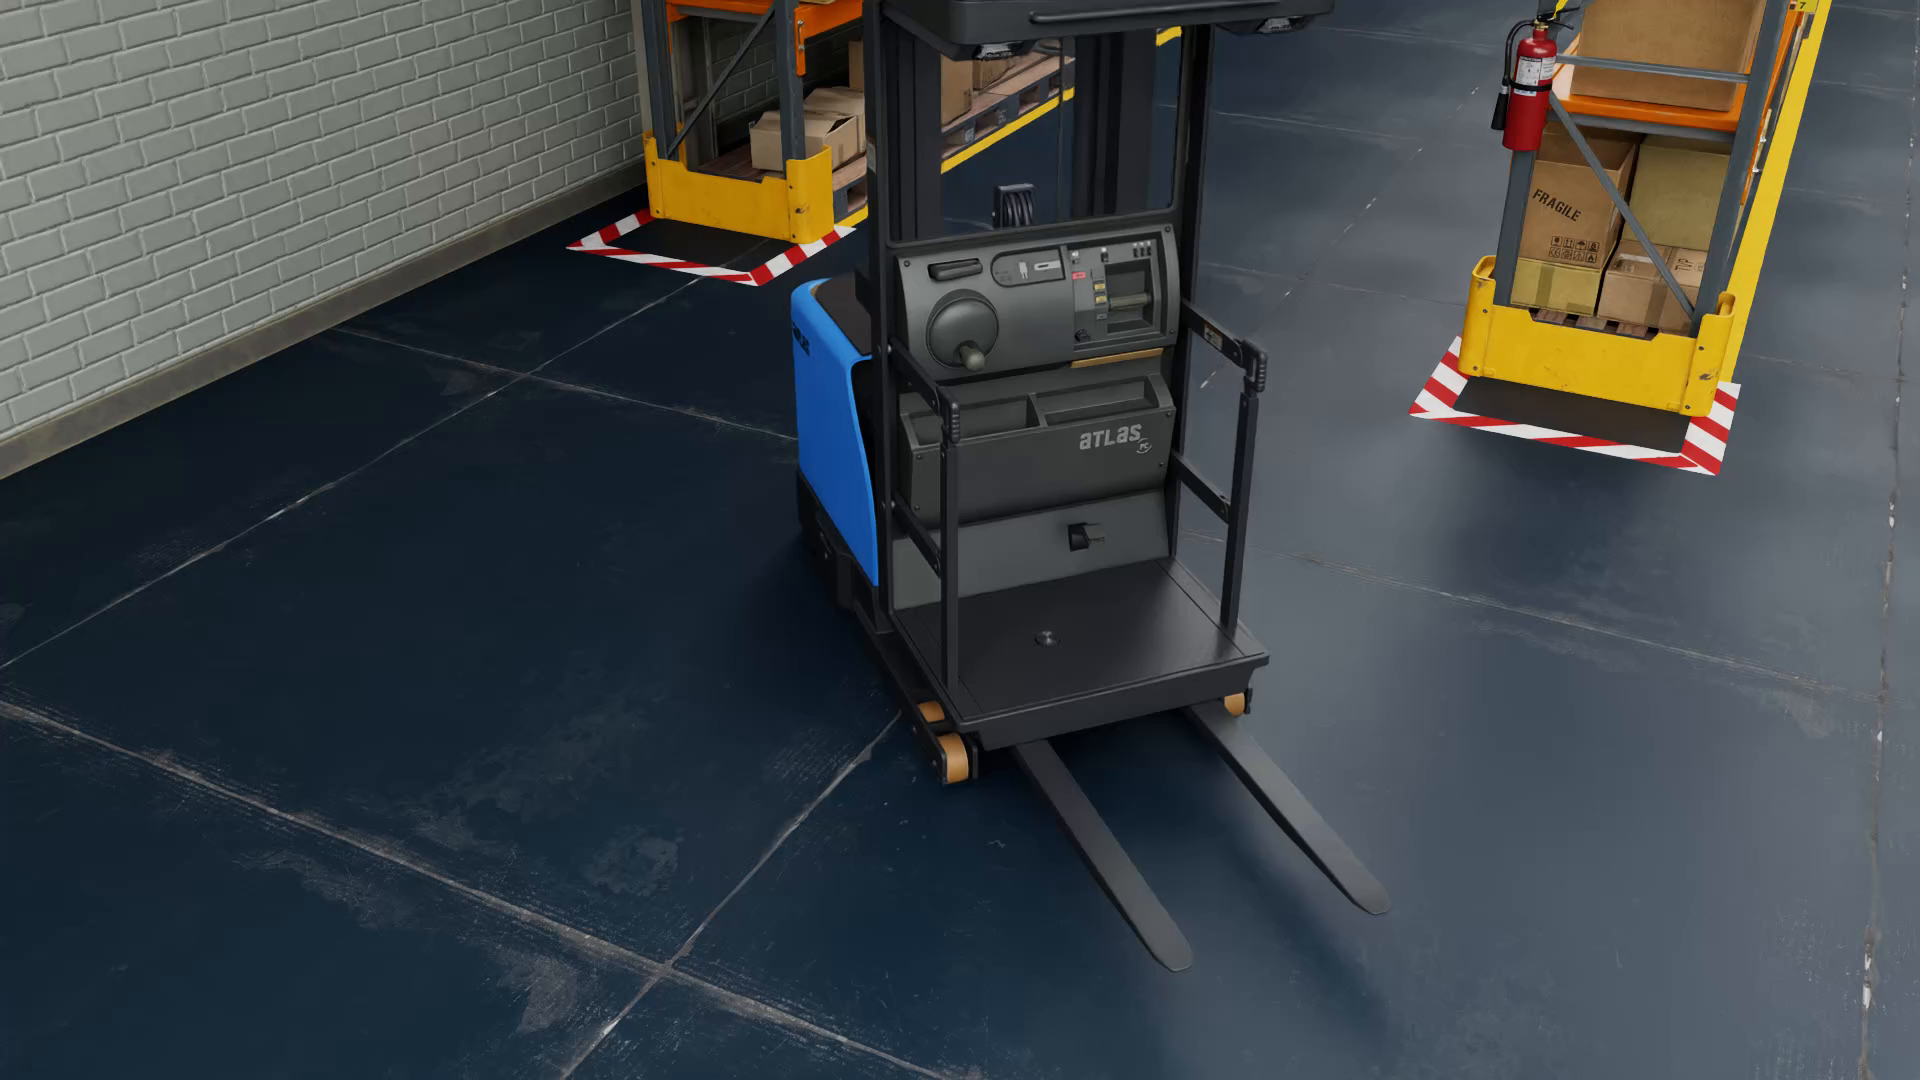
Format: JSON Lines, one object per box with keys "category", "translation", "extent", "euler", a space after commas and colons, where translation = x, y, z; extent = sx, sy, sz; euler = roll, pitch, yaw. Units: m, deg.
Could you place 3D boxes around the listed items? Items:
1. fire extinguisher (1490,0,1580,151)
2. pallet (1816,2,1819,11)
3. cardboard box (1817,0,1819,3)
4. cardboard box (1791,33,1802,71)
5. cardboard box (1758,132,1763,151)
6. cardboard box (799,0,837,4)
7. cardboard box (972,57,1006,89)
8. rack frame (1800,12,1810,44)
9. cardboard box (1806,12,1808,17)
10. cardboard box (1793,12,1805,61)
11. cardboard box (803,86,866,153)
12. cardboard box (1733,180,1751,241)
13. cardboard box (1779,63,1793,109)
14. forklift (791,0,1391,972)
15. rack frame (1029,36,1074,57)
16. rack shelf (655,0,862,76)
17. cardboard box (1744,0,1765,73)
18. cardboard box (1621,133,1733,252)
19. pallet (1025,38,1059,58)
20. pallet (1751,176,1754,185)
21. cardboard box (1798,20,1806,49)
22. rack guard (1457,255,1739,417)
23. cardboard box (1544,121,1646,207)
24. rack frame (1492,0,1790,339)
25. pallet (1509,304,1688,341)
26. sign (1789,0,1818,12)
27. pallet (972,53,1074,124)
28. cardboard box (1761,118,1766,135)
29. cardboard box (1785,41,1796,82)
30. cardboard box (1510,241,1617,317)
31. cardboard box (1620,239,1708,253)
{"category": "fire extinguisher", "translation": [2.577, -2.101, 7.475], "extent": [0.296, 0.674, 0.183], "euler": [14, 33, 23]}
{"category": "pallet", "translation": [7.619, -5.280, 15.733], "extent": [1.003, 0.211, 1.213], "euler": [14, 33, 23]}
{"category": "cardboard box", "translation": [7.151, -4.872, 14.291], "extent": [0.500, 0.500, 0.500], "euler": [16, 33, 25]}
{"category": "cardboard box", "translation": [5.971, -3.649, 12.432], "extent": [0.500, 0.250, 0.500], "euler": [15, 33, 24]}
{"category": "cardboard box", "translation": [4.613, -2.370, 10.205], "extent": [0.500, 0.250, 0.500], "euler": [14, 33, 23]}
{"category": "cardboard box", "translation": [-0.862, -3.292, 9.601], "extent": [0.500, 0.250, 0.500], "euler": [13, 32, 22]}
{"category": "cardboard box", "translation": [0.018, -3.615, 12.101], "extent": [0.500, 0.500, 0.500], "euler": [12, 32, 20]}
{"category": "rack frame", "translation": [6.689, -5.629, 13.539], "extent": [1.000, 3.000, 0.127], "euler": [14, 33, 23]}
{"category": "cardboard box", "translation": [6.438, -4.342, 13.074], "extent": [0.500, 0.311, 0.500], "euler": [14, 33, 23]}
{"category": "cardboard box", "translation": [5.744, -3.665, 11.897], "extent": [0.500, 0.311, 0.500], "euler": [13, 32, 22]}
{"category": "cardboard box", "translation": [-0.712, -2.768, 10.816], "extent": [0.500, 0.311, 0.500], "euler": [17, 34, 27]}
{"category": "cardboard box", "translation": [4.172, -1.924, 9.427], "extent": [0.500, 0.250, 0.500], "euler": [14, 33, 23]}
{"category": "cardboard box", "translation": [5.505, -3.194, 11.639], "extent": [0.500, 0.250, 0.500], "euler": [15, 33, 24]}
{"category": "forklift", "translation": [0.336, -0.715, 5.053], "extent": [1.130, 2.935, 3.031], "euler": [-11, 32, -18]}
{"category": "rack frame", "translation": [0.455, -4.977, 12.405], "extent": [1.000, 3.000, 0.127], "euler": [14, 33, 23]}
{"category": "rack shelf", "translation": [-0.456, -3.779, 11.041], "extent": [1.077, 0.370, 4.000], "euler": [14, 33, 23]}
{"category": "cardboard box", "translation": [3.503, -2.563, 8.101], "extent": [0.700, 0.500, 0.500], "euler": [15, 33, 25]}
{"category": "cardboard box", "translation": [3.713, -1.806, 8.470], "extent": [0.500, 0.500, 0.500], "euler": [14, 33, 23]}
{"category": "pallet", "translation": [0.808, -4.114, 13.701], "extent": [1.003, 0.211, 1.213], "euler": [14, 33, 23]}
{"category": "pallet", "translation": [4.467, -2.303, 10.548], "extent": [1.003, 0.211, 1.213], "euler": [14, 33, 23]}
{"category": "cardboard box", "translation": [6.435, -4.100, 13.218], "extent": [0.500, 0.250, 0.500], "euler": [14, 33, 23]}
{"category": "rack guard", "translation": [3.033, -0.987, 7.967], "extent": [1.175, 0.500, 0.348], "euler": [14, 33, 23]}
{"category": "cardboard box", "translation": [3.466, -2.149, 9.066], "extent": [0.500, 0.500, 0.500], "euler": [14, 33, 23]}
{"category": "rack frame", "translation": [3.044, -2.082, 7.363], "extent": [1.000, 3.000, 0.127], "euler": [14, 33, 23]}
{"category": "pallet", "translation": [3.356, -1.221, 8.665], "extent": [1.003, 0.211, 1.213], "euler": [14, 33, 23]}
{"category": "sign", "translation": [3.536, -2.363, 6.904], "extent": [0.100, 0.325, 0.005], "euler": [14, 33, 23]}
{"category": "pallet", "translation": [0.181, -3.462, 12.567], "extent": [1.003, 0.211, 1.213], "euler": [14, 33, 23]}
{"category": "cardboard box", "translation": [4.612, -2.696, 10.019], "extent": [0.500, 0.500, 0.500], "euler": [14, 33, 23]}
{"category": "cardboard box", "translation": [5.277, -3.215, 11.113], "extent": [0.500, 0.311, 0.500], "euler": [14, 33, 23]}
{"category": "cardboard box", "translation": [3.026, -1.377, 8.474], "extent": [0.500, 0.250, 0.500], "euler": [14, 33, 23]}
{"category": "cardboard box", "translation": [3.711, -1.482, 8.657], "extent": [0.500, 0.250, 0.500], "euler": [14, 33, 23]}
